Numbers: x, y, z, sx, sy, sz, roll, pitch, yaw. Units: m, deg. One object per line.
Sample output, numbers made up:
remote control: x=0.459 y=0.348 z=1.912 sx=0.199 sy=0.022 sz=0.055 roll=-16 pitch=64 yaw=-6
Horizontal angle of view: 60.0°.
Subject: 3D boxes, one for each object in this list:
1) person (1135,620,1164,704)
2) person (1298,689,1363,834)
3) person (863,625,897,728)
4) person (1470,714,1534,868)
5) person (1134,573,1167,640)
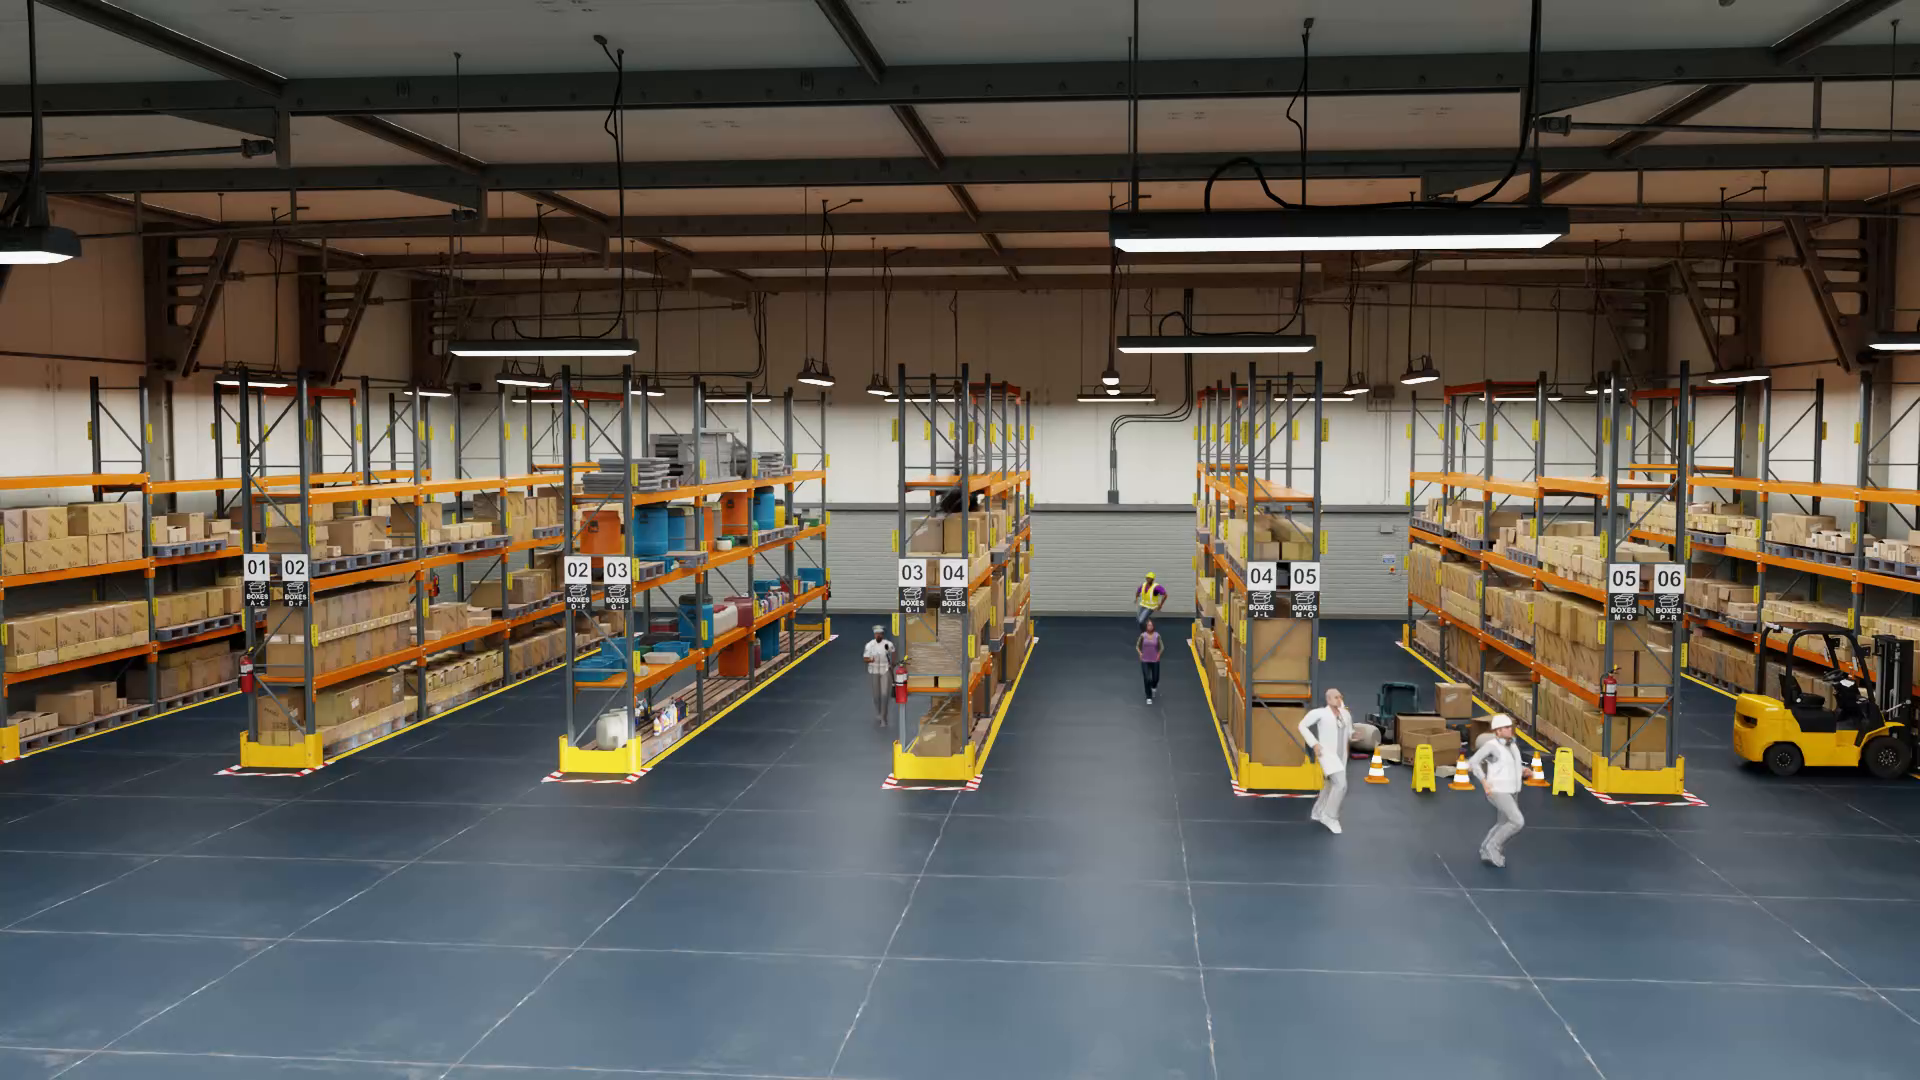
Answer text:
person: x=3.512 y=2.250 z=30.810 sx=0.534 sy=1.547 sz=0.566 roll=0 pitch=4 yaw=4
person: x=4.701 y=2.778 z=20.957 sx=0.696 sy=1.812 sz=0.786 roll=-2 pitch=4 yaw=-33
person: x=-1.383 y=2.323 z=28.610 sx=0.564 sy=1.754 sz=0.794 roll=0 pitch=4 yaw=3
person: x=6.284 y=2.890 z=19.146 sx=0.637 sy=1.751 sz=0.670 roll=-3 pitch=5 yaw=-41
person: x=4.527 y=1.605 z=40.057 sx=0.576 sy=1.666 sz=0.806 roll=-3 pitch=5 yaw=-44
